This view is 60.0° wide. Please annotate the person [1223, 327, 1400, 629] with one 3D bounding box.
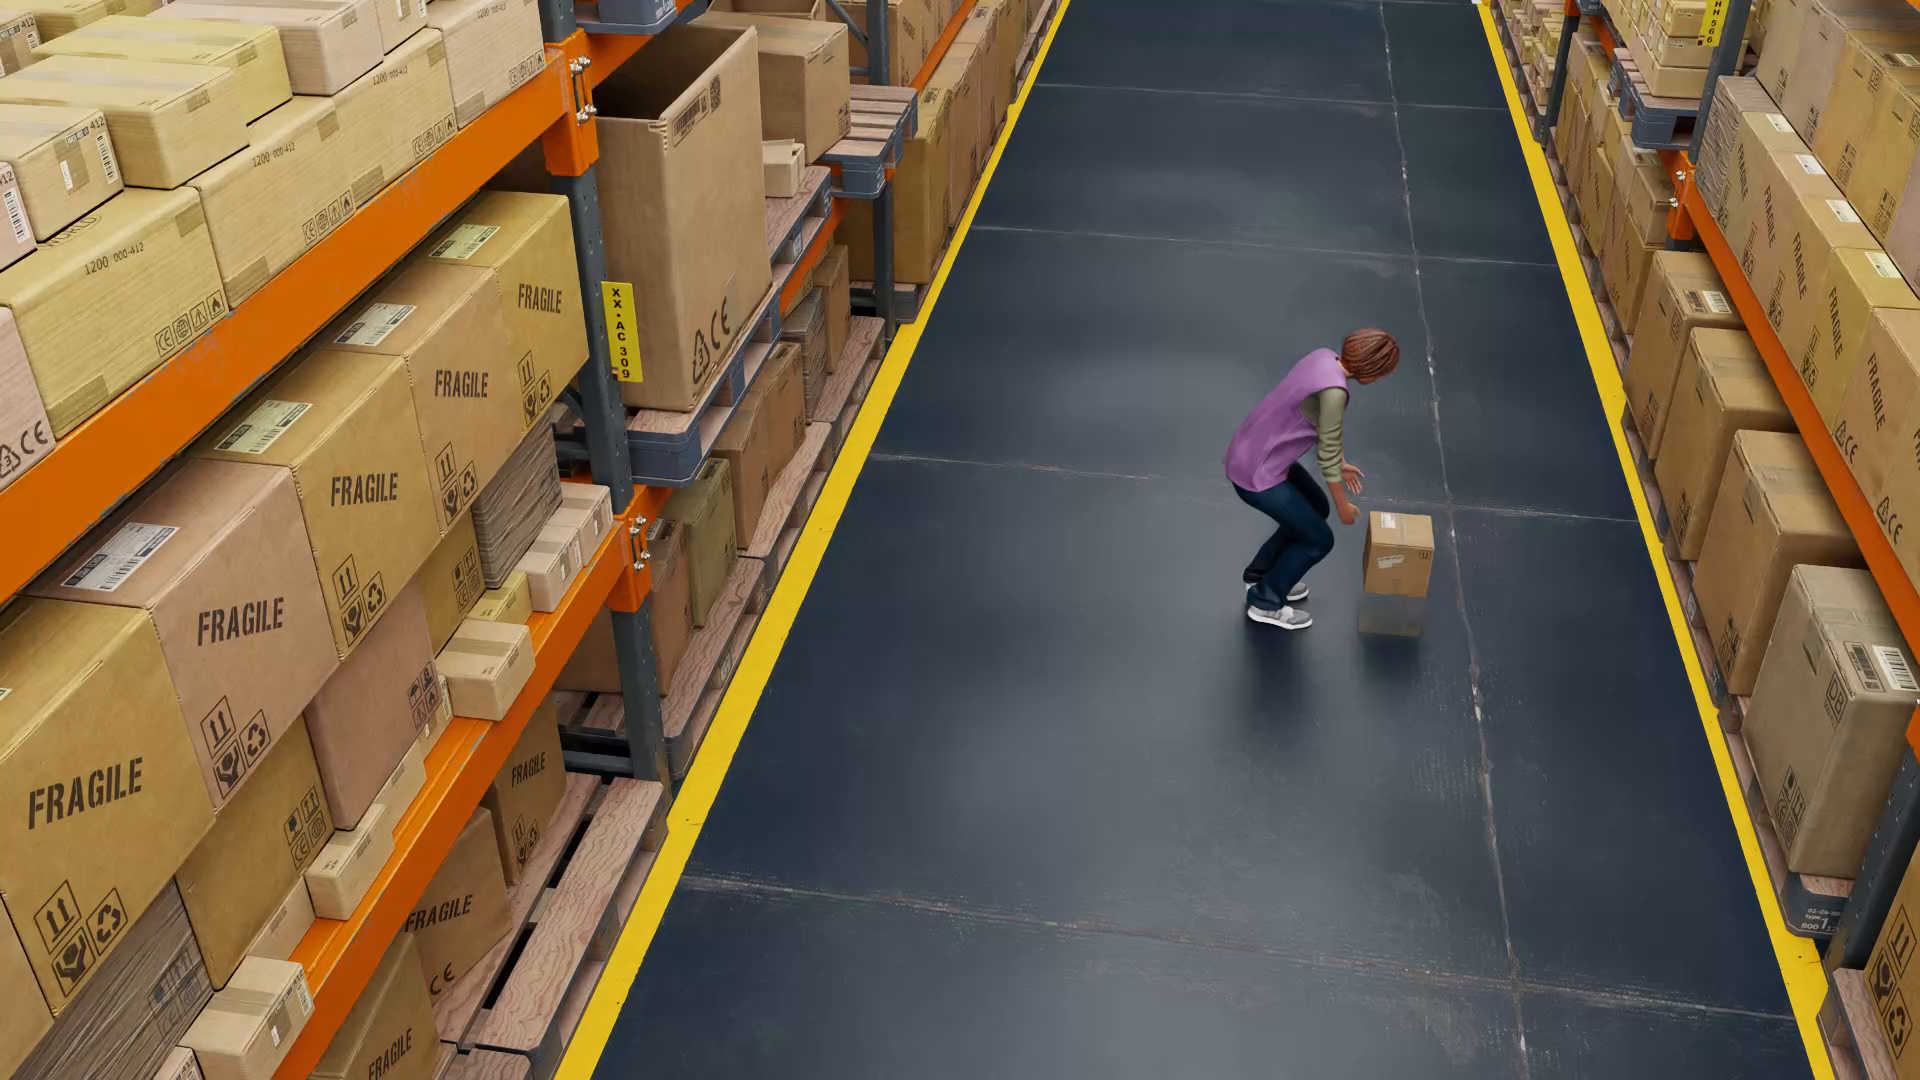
[{"bbox_3d":[1.401,-0.239,6.862,0.638,1.233,0.462,5,33,8],"label":"person"}]
